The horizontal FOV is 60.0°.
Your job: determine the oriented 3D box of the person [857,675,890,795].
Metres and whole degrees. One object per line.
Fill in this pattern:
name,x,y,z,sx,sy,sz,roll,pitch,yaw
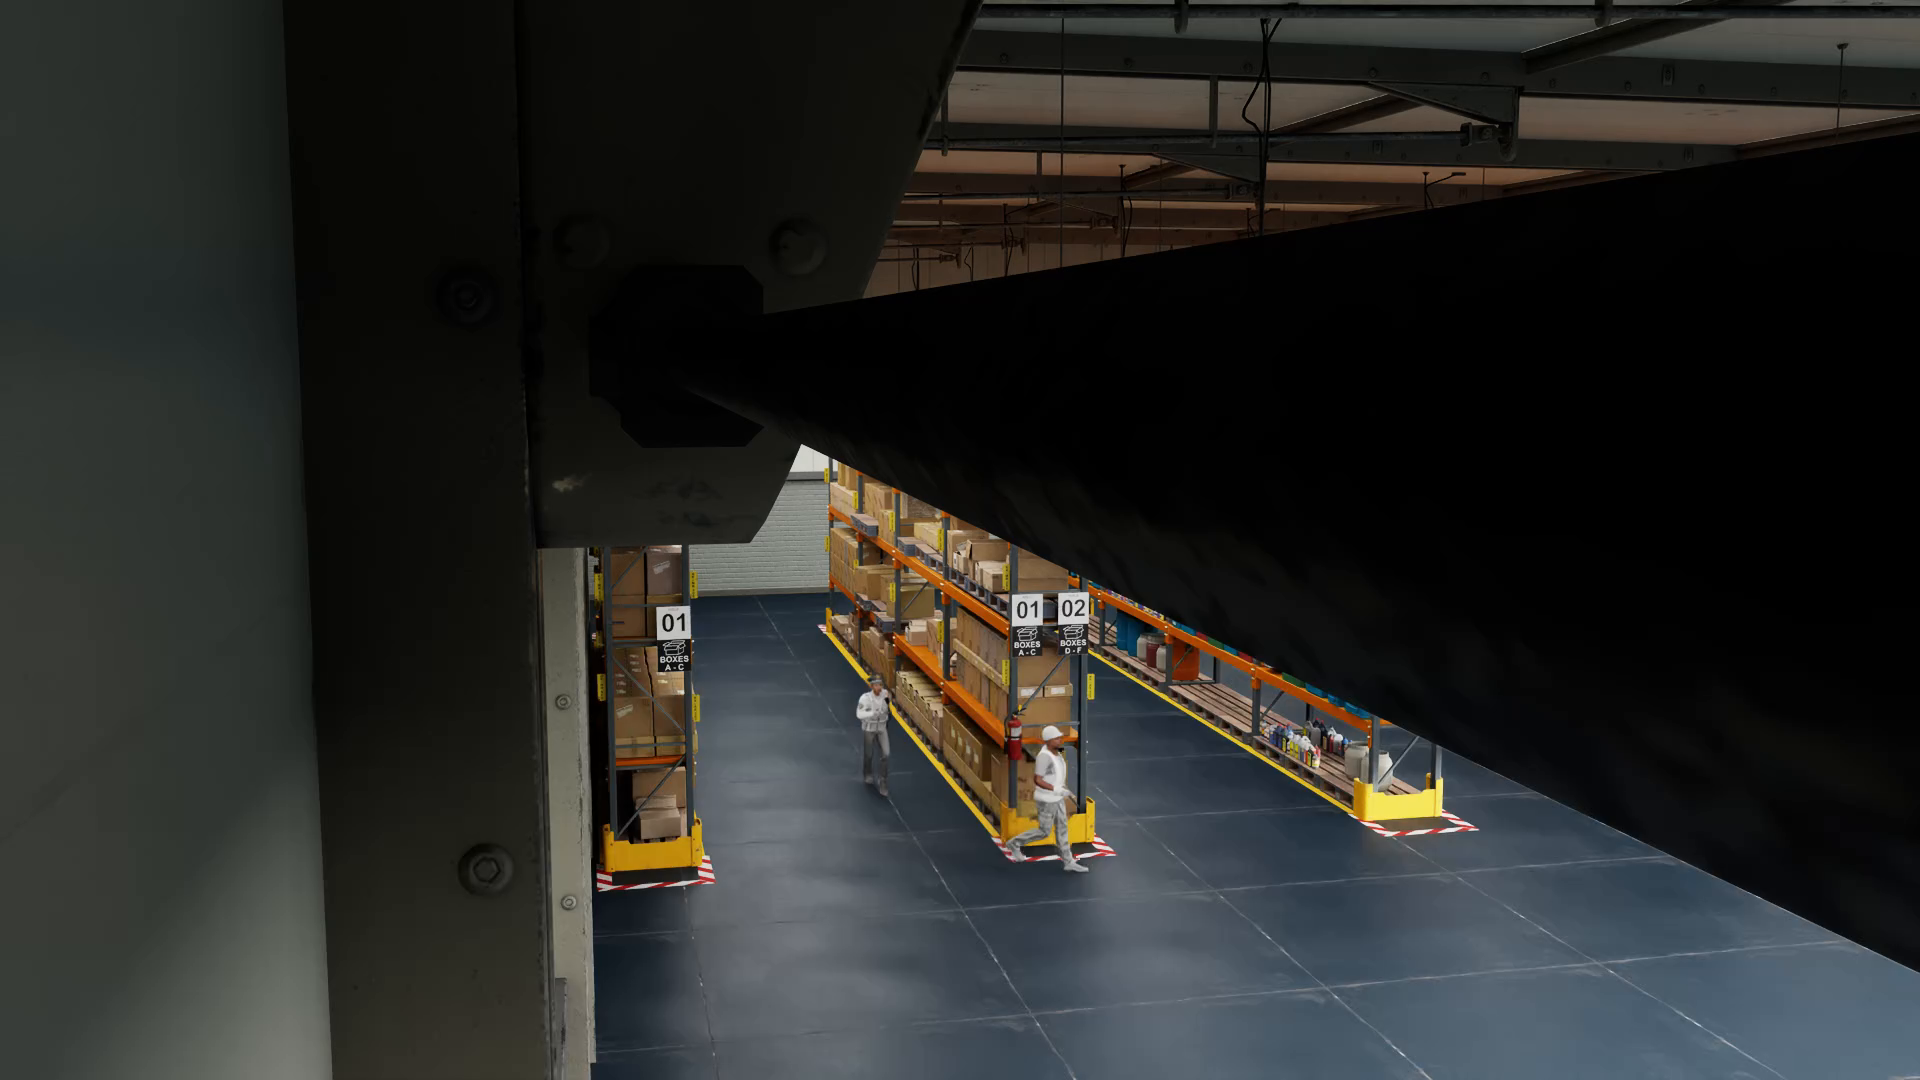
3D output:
person,-1.214,2.726,23.525,0.592,1.752,0.829,-2,7,-20

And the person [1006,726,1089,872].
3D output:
person,1.053,3.084,19.843,1.012,1.766,0.686,2,7,20
